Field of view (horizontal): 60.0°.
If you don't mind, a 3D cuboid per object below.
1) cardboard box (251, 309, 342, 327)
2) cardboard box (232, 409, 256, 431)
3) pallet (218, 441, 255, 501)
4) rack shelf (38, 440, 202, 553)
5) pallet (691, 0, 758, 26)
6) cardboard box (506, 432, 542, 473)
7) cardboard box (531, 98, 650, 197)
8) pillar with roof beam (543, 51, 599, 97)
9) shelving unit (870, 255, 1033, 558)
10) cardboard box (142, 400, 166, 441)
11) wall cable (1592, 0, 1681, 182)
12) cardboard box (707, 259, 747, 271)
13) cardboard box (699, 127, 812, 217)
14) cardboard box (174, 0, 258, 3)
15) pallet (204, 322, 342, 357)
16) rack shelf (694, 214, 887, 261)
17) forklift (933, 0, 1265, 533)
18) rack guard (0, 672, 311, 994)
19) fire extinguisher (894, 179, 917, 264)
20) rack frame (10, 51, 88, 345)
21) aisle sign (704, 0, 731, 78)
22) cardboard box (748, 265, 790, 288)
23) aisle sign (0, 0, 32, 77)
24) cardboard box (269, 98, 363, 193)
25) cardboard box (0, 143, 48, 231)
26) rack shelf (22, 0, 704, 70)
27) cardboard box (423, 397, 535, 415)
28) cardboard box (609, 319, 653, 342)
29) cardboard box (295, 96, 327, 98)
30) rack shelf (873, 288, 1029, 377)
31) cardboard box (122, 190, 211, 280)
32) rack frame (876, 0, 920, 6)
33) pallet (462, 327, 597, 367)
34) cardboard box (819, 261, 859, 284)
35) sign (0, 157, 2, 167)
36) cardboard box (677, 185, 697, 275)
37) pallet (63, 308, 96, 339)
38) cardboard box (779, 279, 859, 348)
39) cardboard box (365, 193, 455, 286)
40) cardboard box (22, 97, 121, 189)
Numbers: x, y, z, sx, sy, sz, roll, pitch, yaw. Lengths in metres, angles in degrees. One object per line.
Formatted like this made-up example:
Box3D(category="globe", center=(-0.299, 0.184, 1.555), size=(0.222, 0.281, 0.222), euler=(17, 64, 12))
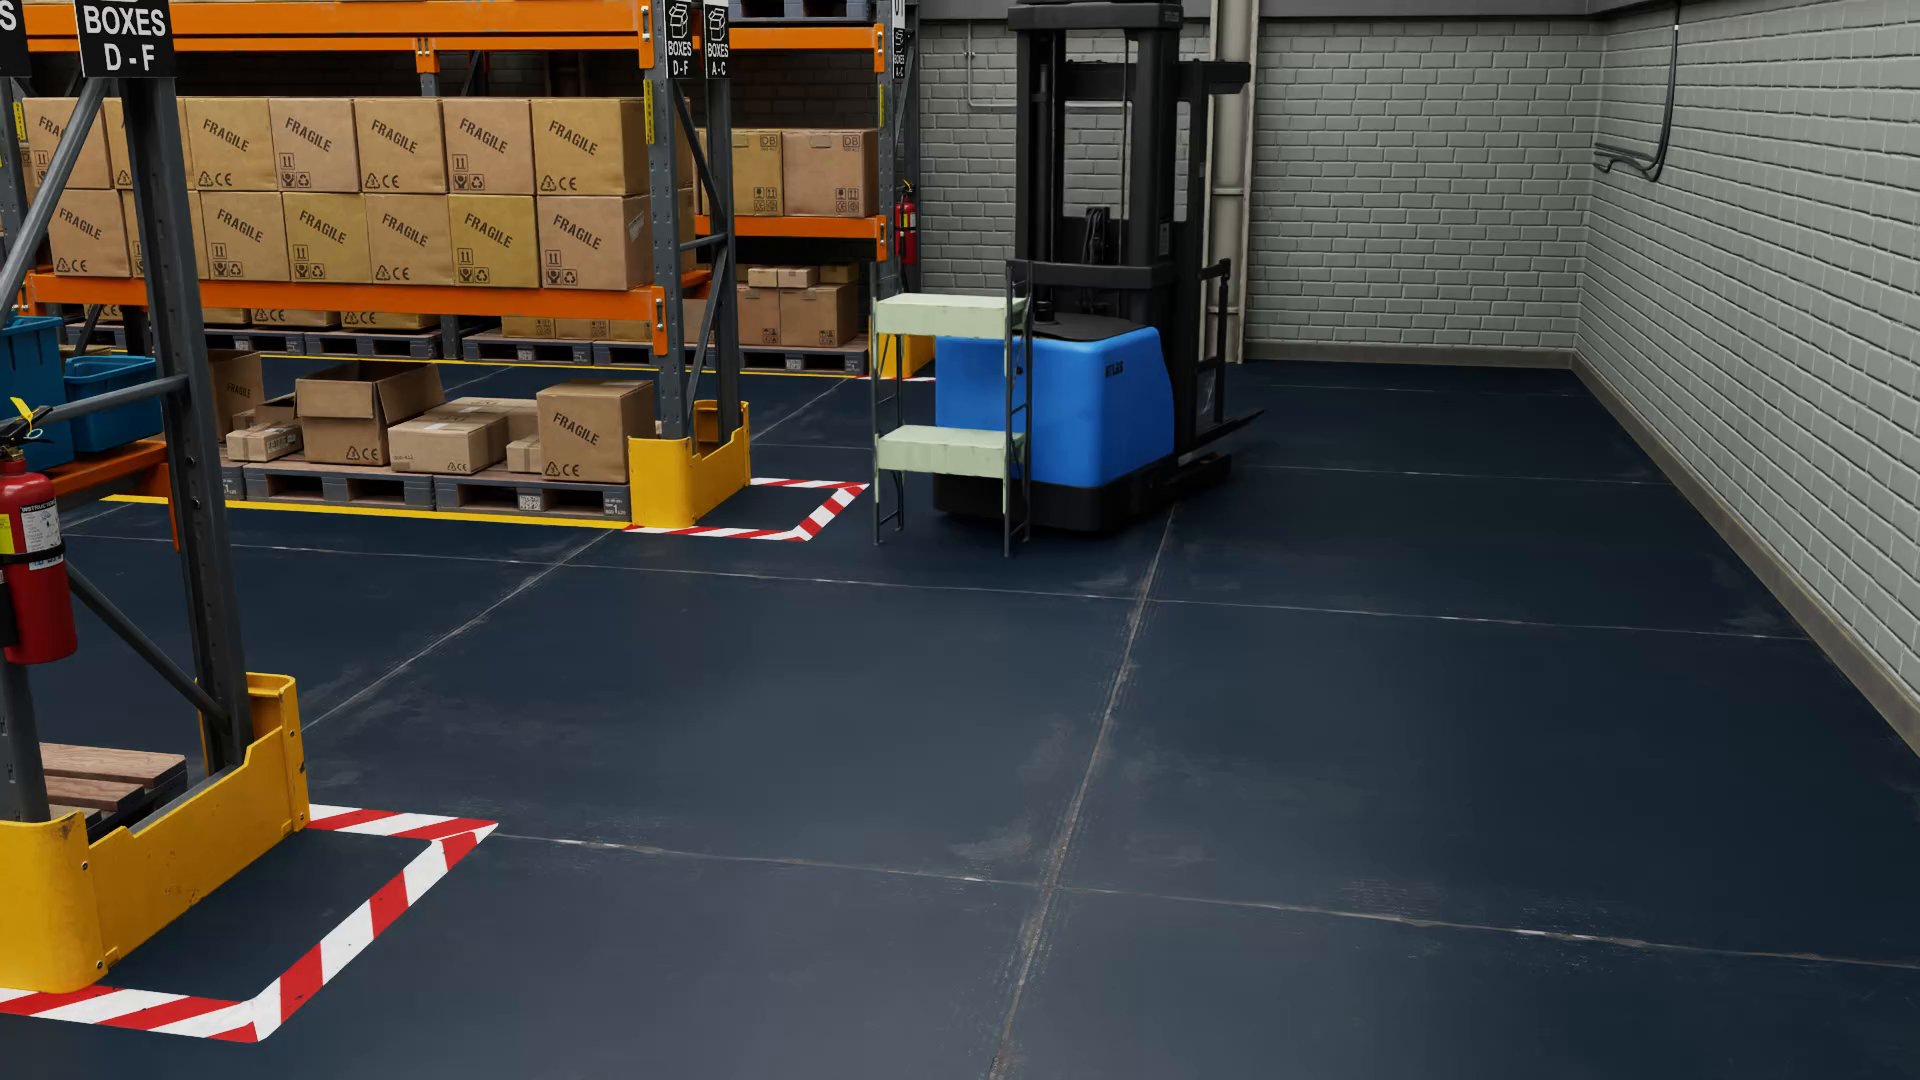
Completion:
Box3D(category="cardboard box", center=(-5.958, -2.384, 15.219), size=(0.750, 0.750, 0.750), euler=(4, 16, 13))
Box3D(category="cardboard box", center=(-4.413, -0.752, 10.604), size=(0.250, 0.149, 0.380), euler=(3, 16, 11))
Box3D(category="pallet", center=(-4.734, -0.494, 10.379), size=(1.213, 0.211, 1.003), euler=(3, 16, 11))
Box3D(category="rack shelf", center=(-4.438, -0.126, 5.174), size=(4.000, 0.370, 1.077), euler=(3, 16, 11))
Box3D(category="pallet", center=(-2.432, -4.461, 14.026), size=(1.213, 0.211, 1.003), euler=(3, 16, 11))
Box3D(category="cardboard box", center=(-2.448, -0.518, 9.725), size=(0.250, 0.166, 0.380), euler=(3, 16, 11))
Box3D(category="cardboard box", center=(-1.978, -2.143, 9.050), size=(0.500, 0.500, 0.500), euler=(3, 16, 11))
Box3D(category="pillar with roof beam", center=(-4.423, -5.124, 10.634), size=(0.400, 9.000, 9.100), euler=(3, 16, 11))
Box3D(category="shelving unit", center=(-0.040, -0.710, 8.746), size=(0.755, 1.500, 0.431), euler=(5, 16, 18))
Box3D(category="cardboard box", center=(-5.039, -0.712, 10.155), size=(0.500, 0.311, 0.500), euler=(3, 16, 11))
Box3D(category="wall cable", center=(4.967, -3.958, 12.240), size=(0.112, 2.526, 3.097), euler=(3, 16, 11))
Box3D(category="cardboard box", center=(-2.039, -2.378, 14.639), size=(0.250, 0.149, 0.380), euler=(3, 16, 12))
Box3D(category="cardboard box", center=(-1.721, -3.162, 14.228), size=(0.700, 0.700, 0.980), euler=(3, 16, 11))
Box3D(category="cardboard box", center=(-4.001, -3.102, 9.235), size=(0.500, 0.250, 0.500), euler=(3, 16, 11))
Box3D(category="pallet", center=(-6.394, -1.912, 15.500), size=(1.213, 0.211, 1.003), euler=(3, 16, 11))
Box3D(category="rack shelf", center=(-2.464, -2.717, 14.530), size=(4.000, 0.370, 1.077), euler=(3, 16, 11))
Box3D(category="forklift", center=(1.033, -1.796, 9.987), size=(1.130, 2.935, 3.031), euler=(9, 18, 29))
Box3D(category="rack guard", center=(-2.452, 0.837, 5.035), size=(0.348, 0.500, 1.175), euler=(3, 16, 11))
Box3D(category="fire extinguisher", center=(-0.448, -2.612, 13.645), size=(0.183, 0.674, 0.296), euler=(3, 16, 11))
Box3D(category="rack frame", center=(-8.344, -3.383, 15.586), size=(0.127, 3.000, 1.000), euler=(3, 16, 11))
Box3D(category="aisle sign", center=(-1.362, -2.988, 9.288), size=(0.004, 0.787, 0.394), euler=(3, 16, 11))
Box3D(category="cardboard box", center=(-1.623, -2.252, 14.182), size=(0.250, 0.149, 0.380), euler=(4, 16, 13))
Box3D(category="aisle sign", center=(-2.466, -1.538, 4.057), size=(0.004, 0.787, 0.394), euler=(3, 16, 11))
Box3D(category="cardboard box", center=(-3.486, -2.224, 9.340), size=(0.500, 0.500, 0.500), euler=(4, 16, 13))
Box3D(category="cardboard box", center=(-5.827, -2.209, 10.372), size=(0.500, 0.500, 0.700), euler=(-2, 16, -8))
Box3D(category="rack shelf", center=(-3.447, -2.867, 9.451), size=(4.000, 0.370, 1.077), euler=(3, 16, 11))
Box3D(category="cardboard box", center=(-2.944, -0.705, 10.244), size=(0.500, 0.250, 0.500), euler=(3, 16, 11))
Box3D(category="cardboard box", center=(-2.717, -2.046, 14.655), size=(0.500, 0.500, 0.700), euler=(3, 16, 12))
Box3D(category="cardboard box", center=(-3.864, -2.392, 9.947), size=(0.500, 0.500, 0.500), euler=(3, 16, 12))
Box3D(category="rack shelf", center=(-0.040, -1.086, 8.641), size=(0.720, 0.370, 0.431), euler=(5, 16, 18))
Box3D(category="cardboard box", center=(-4.460, -1.798, 9.675), size=(0.500, 0.500, 0.500), euler=(3, 16, 12))
Box3D(category="rack frame", center=(-0.504, -5.849, 13.249), size=(0.127, 3.000, 1.000), euler=(3, 16, 11))
Box3D(category="pallet", center=(-3.694, -1.766, 14.971), size=(1.213, 0.211, 1.003), euler=(3, 16, 11))
Box3D(category="cardboard box", center=(-1.048, -2.325, 14.446), size=(0.250, 0.149, 0.380), euler=(3, 16, 11))
Box3D(category="sign", center=(-5.514, -2.287, 9.460), size=(0.005, 0.325, 0.100), euler=(3, 16, 11))
Box3D(category="cardboard box", center=(-1.870, -1.802, 9.692), size=(0.500, 0.500, 0.500), euler=(3, 16, 12))
Box3D(category="pallet", center=(-9.109, -2.081, 16.110), size=(1.213, 0.211, 1.003), euler=(3, 16, 11))
Box3D(category="cardboard box", center=(-1.210, -1.966, 14.368), size=(0.500, 0.500, 0.700), euler=(3, 16, 11))
Box3D(category="cardboard box", center=(-2.978, -1.717, 9.384), size=(0.500, 0.500, 0.500), euler=(3, 16, 12))
Box3D(category="cardboard box", center=(-5.002, -2.306, 9.636), size=(0.500, 0.500, 0.500), euler=(4, 16, 13))
